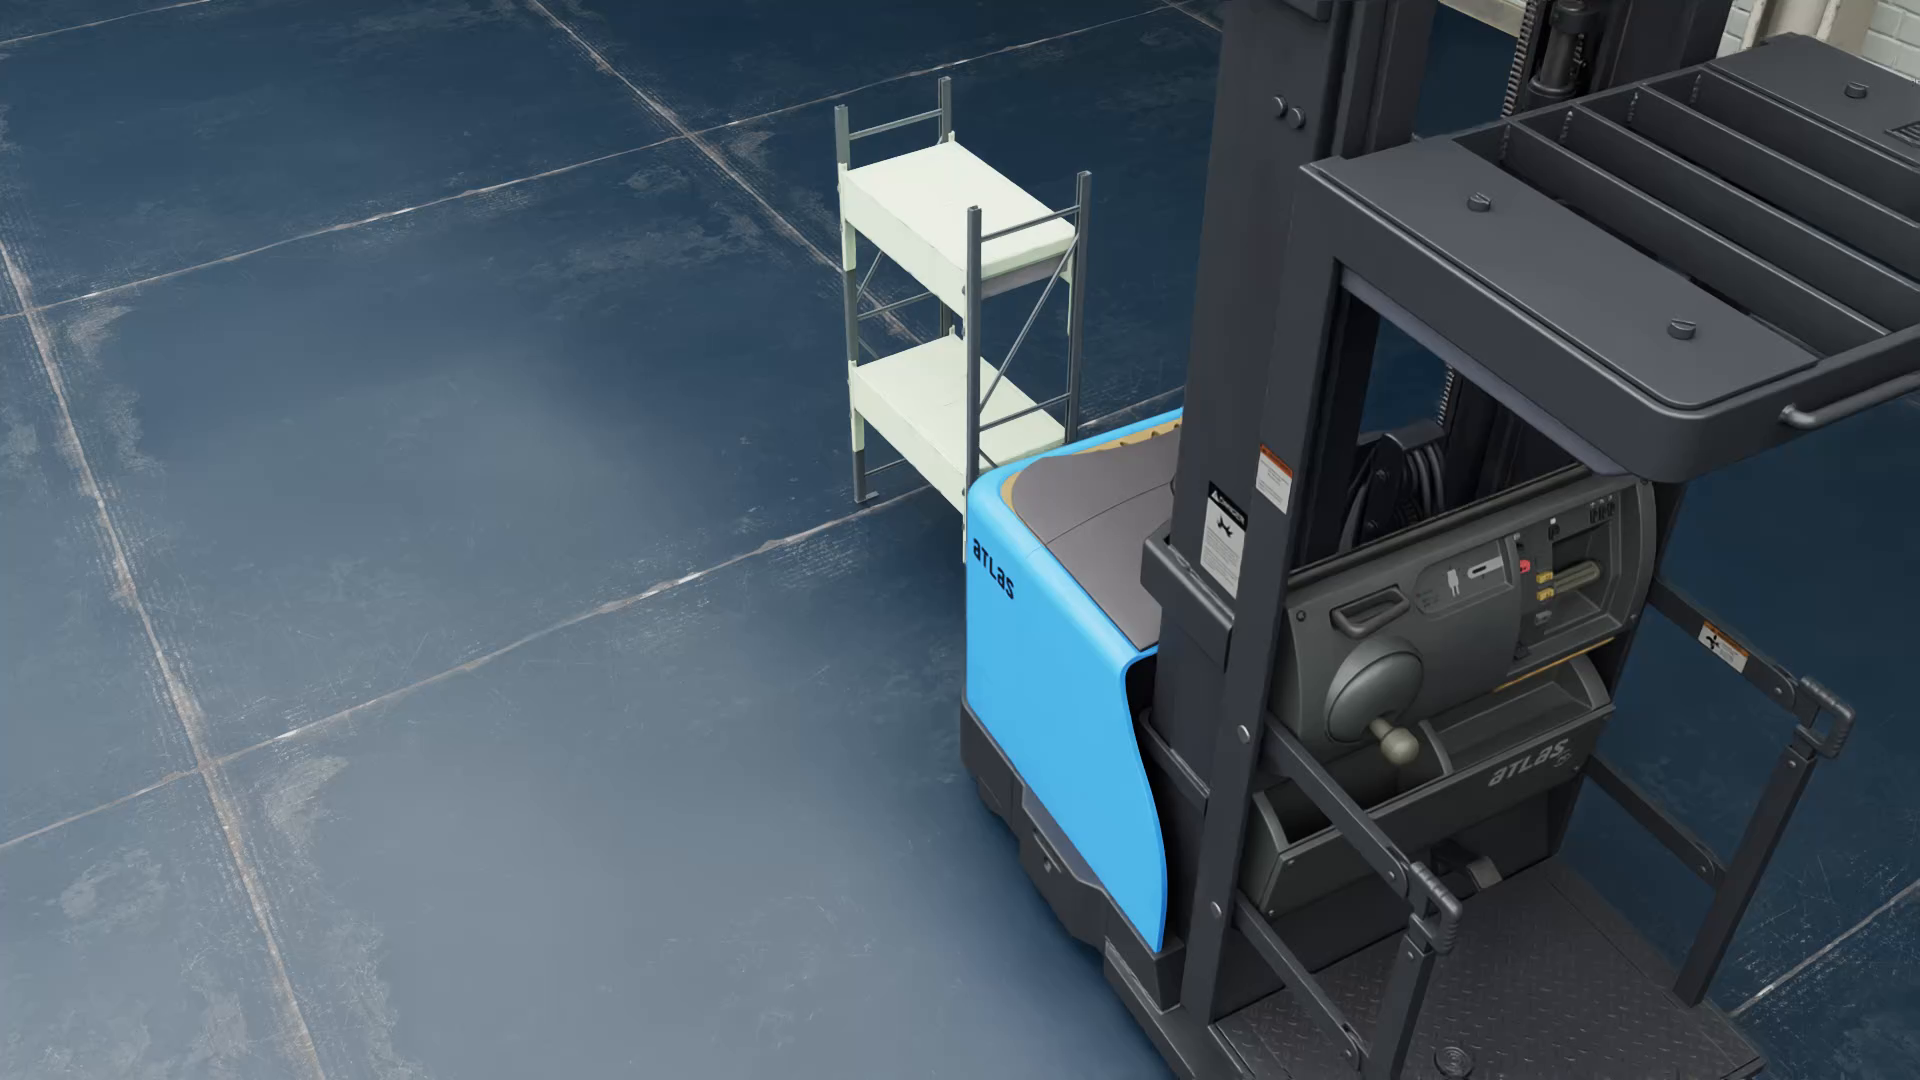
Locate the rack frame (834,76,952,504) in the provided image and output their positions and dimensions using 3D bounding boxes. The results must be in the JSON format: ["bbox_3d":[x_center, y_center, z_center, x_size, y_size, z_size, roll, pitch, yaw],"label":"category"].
[{"bbox_3d":[-0.200,-0.777,5.511,0.400,1.500,0.023,-22,45,-24],"label":"rack frame"}]

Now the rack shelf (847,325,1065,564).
[{"bbox_3d":[-0.004,-0.329,5.483,0.431,0.370,0.720,-22,45,-24],"label":"rack shelf"}]

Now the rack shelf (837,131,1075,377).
[{"bbox_3d":[-0.004,-0.880,5.024,0.431,0.370,0.720,-22,45,-24],"label":"rack shelf"}]

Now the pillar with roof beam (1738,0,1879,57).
[{"bbox_3d":[0.178,-3.772,3.248,9.100,9.000,0.400,-22,45,-24],"label":"pillar with roof beam"}]

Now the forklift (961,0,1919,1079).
[{"bbox_3d":[1.142,0.223,3.193,1.130,2.935,3.031,-19,43,-21],"label":"forklift"}]

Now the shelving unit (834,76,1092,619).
[{"bbox_3d":[-0.004,-0.580,5.274,0.431,1.500,0.755,-22,45,-24],"label":"shelving unit"}]

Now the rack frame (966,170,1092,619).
[{"bbox_3d":[0.193,-0.382,5.037,0.400,1.500,0.023,-22,45,-24],"label":"rack frame"}]
